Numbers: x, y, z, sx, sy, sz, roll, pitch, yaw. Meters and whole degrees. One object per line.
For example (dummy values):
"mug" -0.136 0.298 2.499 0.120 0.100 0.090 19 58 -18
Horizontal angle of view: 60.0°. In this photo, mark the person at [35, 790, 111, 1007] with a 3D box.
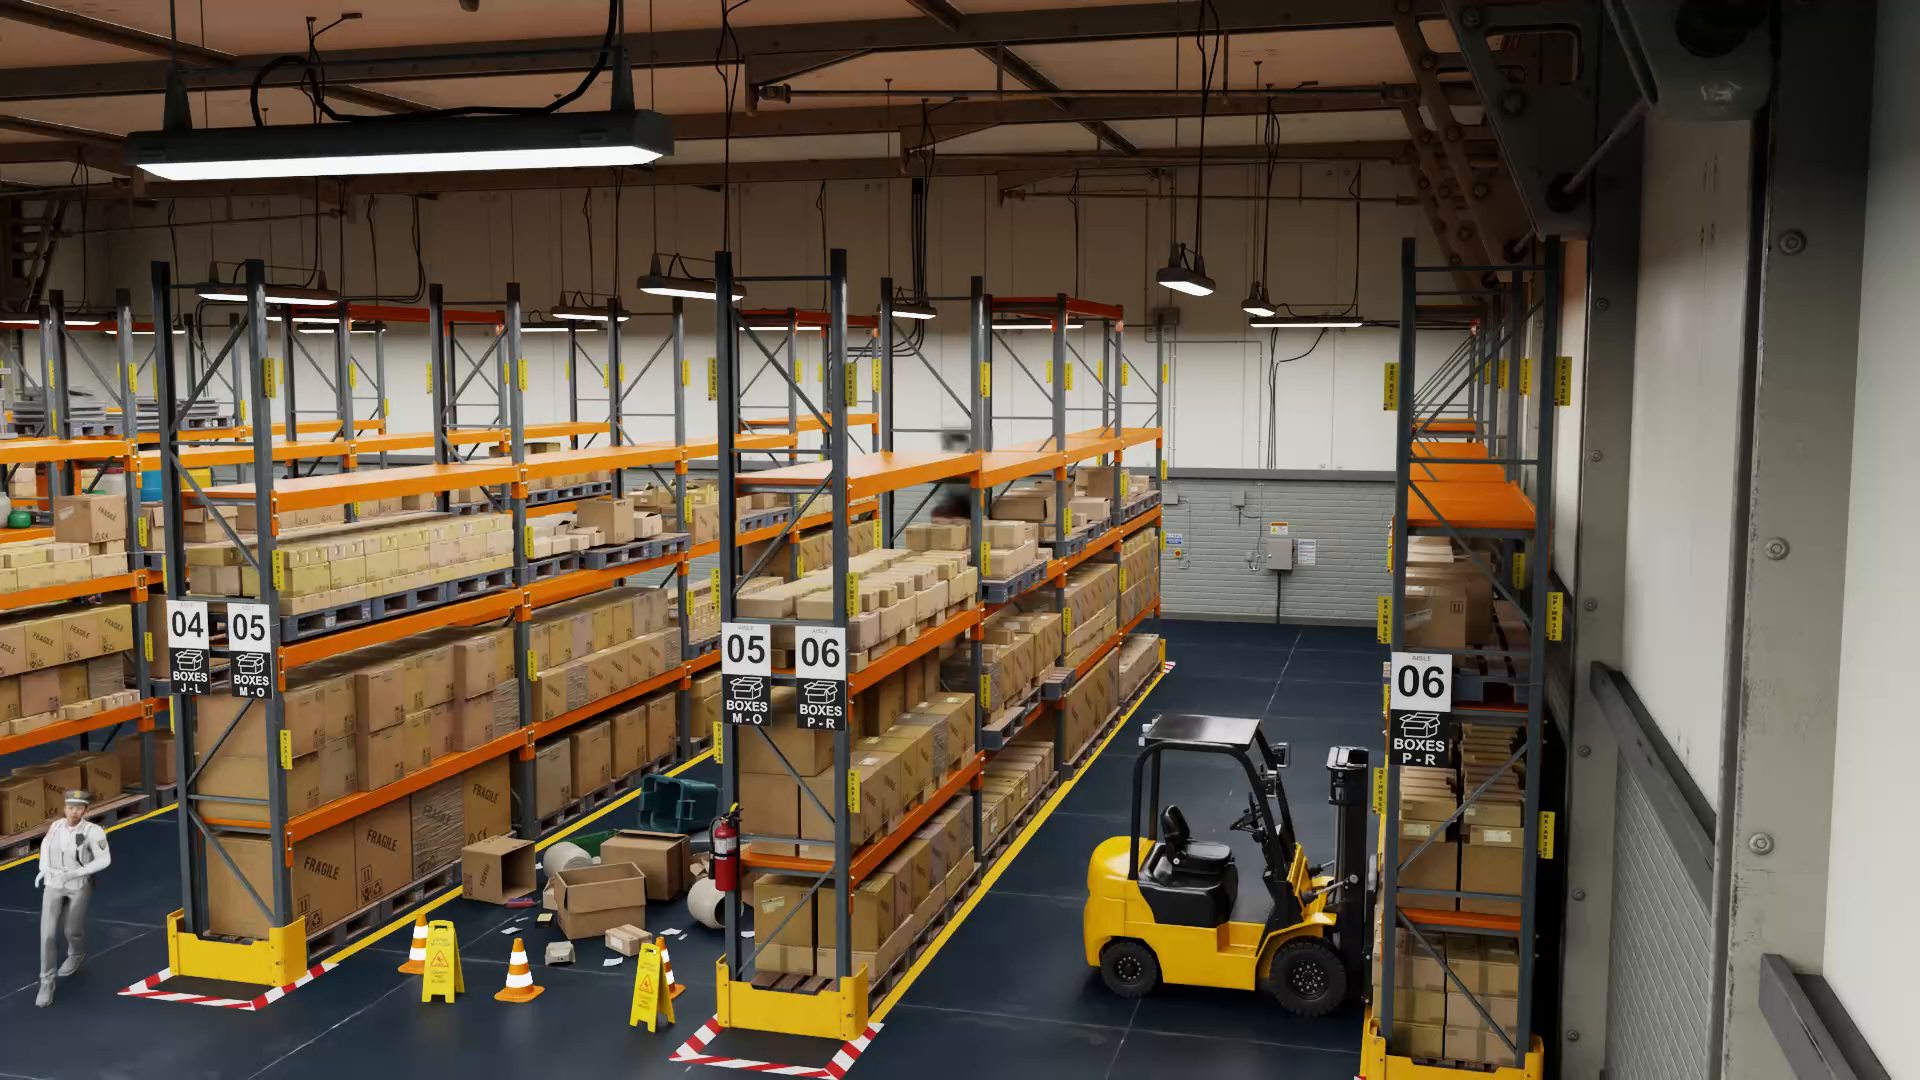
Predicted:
"person" -7.314 2.888 13.754 0.601 1.709 0.792 -1 6 -11
